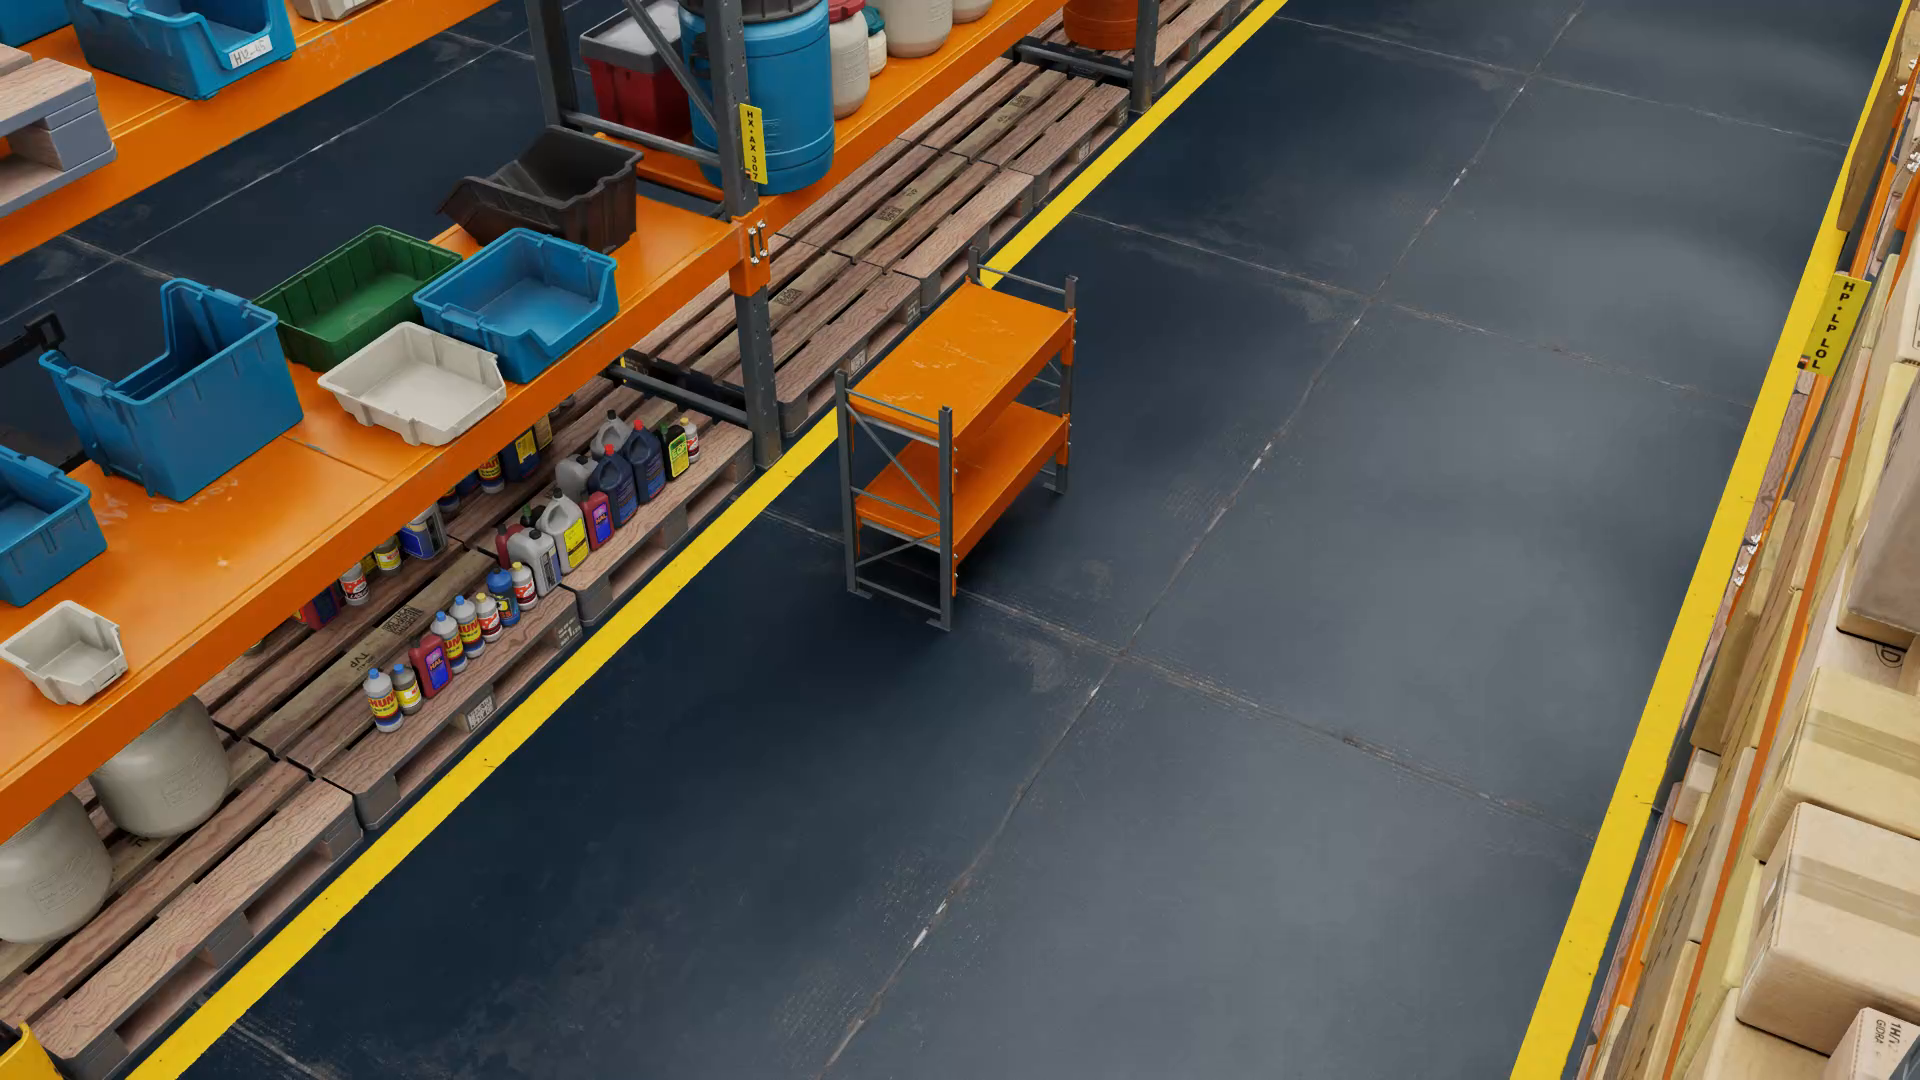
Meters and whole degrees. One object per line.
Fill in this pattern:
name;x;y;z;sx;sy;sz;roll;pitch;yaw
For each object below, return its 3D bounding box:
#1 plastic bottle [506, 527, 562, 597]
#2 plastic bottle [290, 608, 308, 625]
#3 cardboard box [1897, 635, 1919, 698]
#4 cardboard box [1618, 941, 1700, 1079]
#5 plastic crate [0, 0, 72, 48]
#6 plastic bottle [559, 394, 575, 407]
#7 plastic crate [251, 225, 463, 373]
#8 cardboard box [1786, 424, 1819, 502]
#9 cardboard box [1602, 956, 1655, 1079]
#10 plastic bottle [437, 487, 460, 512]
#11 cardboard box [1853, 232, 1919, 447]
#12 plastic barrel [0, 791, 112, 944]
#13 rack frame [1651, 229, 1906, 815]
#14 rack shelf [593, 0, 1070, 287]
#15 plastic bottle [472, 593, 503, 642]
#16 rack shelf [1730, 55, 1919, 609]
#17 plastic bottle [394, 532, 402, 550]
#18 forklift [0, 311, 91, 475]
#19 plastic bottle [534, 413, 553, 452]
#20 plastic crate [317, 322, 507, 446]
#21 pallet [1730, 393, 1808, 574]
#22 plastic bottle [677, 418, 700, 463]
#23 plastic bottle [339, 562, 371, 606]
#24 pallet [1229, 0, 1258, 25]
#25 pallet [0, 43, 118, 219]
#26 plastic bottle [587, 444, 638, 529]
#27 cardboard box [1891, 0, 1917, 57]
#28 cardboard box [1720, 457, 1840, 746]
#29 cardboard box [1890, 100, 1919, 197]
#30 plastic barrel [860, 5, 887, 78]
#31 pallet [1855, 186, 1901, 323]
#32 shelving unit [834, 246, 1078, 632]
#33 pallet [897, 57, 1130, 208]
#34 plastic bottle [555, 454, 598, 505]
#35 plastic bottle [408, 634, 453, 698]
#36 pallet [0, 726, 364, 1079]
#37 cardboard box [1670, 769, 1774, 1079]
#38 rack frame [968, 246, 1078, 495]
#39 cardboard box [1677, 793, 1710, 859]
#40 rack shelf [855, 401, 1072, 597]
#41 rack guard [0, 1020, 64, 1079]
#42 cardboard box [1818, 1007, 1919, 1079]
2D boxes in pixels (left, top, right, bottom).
plastic bottle;-1.698;0.068;6.631;0.152;0.276;0.135;22;46;23
plastic bottle;-2.595;0.175;6.509;0.152;0.276;0.135;21;46;22
cardboard box;1.483;0.251;2.237;0.380;0.149;0.250;21;46;23
cardboard box;1.311;1.079;2.698;0.500;0.500;0.500;21;45;22
plastic crate;-2.590;-1.661;4.609;0.392;0.384;0.575;21;45;22
plastic bottle;-1.821;-0.743;7.556;0.097;0.271;0.097;0;41;0
plastic crate;-2.206;-0.877;6.136;0.450;0.188;0.662;21;45;22
cardboard box;2.727;0.086;4.581;0.875;0.500;0.500;21;45;22
cardboard box;1.737;1.235;3.277;0.875;0.500;0.500;21;45;22
plastic bottle;-2.181;-0.251;6.997;0.097;0.271;0.097;0;41;0
cardboard box;2.041;-0.313;3.179;0.500;0.250;0.500;19;45;20
plastic barrel;-3.021;1.024;5.383;0.421;0.512;0.421;0;41;0
rack frame;3.006;-0.001;4.982;1.000;3.000;0.127;21;45;22
rack shelf;-0.282;-2.514;8.379;1.077;0.370;4.000;21;45;22
plastic bottle;-1.836;0.290;6.436;0.097;0.201;0.097;0;41;0
rack shelf;4.007;-0.876;6.519;1.077;0.370;4.000;21;45;22
plastic bottle;-2.353;-0.135;6.805;0.144;0.351;0.185;21;45;22
forklift;-3.951;-0.898;6.052;1.130;2.935;3.031;20;45;21
plastic bottle;-1.867;-0.519;7.292;0.061;0.283;0.133;21;45;22
plastic crate;-1.876;-0.528;5.779;0.530;0.136;0.437;21;45;22
pallet;4.004;-0.102;7.206;1.003;0.211;1.213;21;45;22
plastic bottle;-1.194;-0.444;7.269;0.097;0.201;0.097;0;41;0
plastic bottle;-2.408;0.155;6.589;0.097;0.201;0.097;0;41;0
pallet;1.689;-4.042;11.680;1.003;0.211;1.213;21;45;22
pallet;-2.785;-0.847;3.815;1.003;0.211;1.213;21;45;22
plastic bottle;-1.451;-0.237;6.921;0.144;0.351;0.185;19;45;20
cardboard box;6.260;-3.055;9.739;1.225;0.875;0.875;19;45;21
cardboard box;2.061;0.220;3.673;0.500;0.500;0.500;21;45;22
cardboard box;3.970;-1.509;6.489;0.500;0.250;0.500;20;45;21
plastic barrel;-0.487;-2.294;7.690;0.301;0.262;0.301;0;41;0
pallet;4.052;-1.072;6.343;1.003;0.211;1.213;21;45;22
shelving unit;0.003;-0.426;6.883;0.538;1.125;1.048;21;45;22
pallet;0.298;-2.451;9.874;1.003;0.211;1.213;21;45;22
plastic bottle;-1.592;-0.243;6.985;0.152;0.276;0.135;21;45;22
plastic bottle;-1.978;0.446;6.197;0.061;0.283;0.133;22;46;23
pallet;-2.876;1.174;5.757;1.003;0.211;1.213;21;45;22
cardboard box;1.273;0.571;2.175;0.500;0.250;0.500;21;46;22
rack frame;0.258;-0.717;7.213;0.500;1.125;0.032;21;45;22
cardboard box;2.034;0.840;4.217;0.380;0.149;0.250;21;45;22
rack shelf;0.003;-0.243;7.044;0.538;0.278;1.000;21;45;22
rack guard;-3.287;1.528;5.136;1.175;0.500;0.348;21;45;22
cardboard box;1.105;0.696;1.732;0.380;0.149;0.250;19;45;21
